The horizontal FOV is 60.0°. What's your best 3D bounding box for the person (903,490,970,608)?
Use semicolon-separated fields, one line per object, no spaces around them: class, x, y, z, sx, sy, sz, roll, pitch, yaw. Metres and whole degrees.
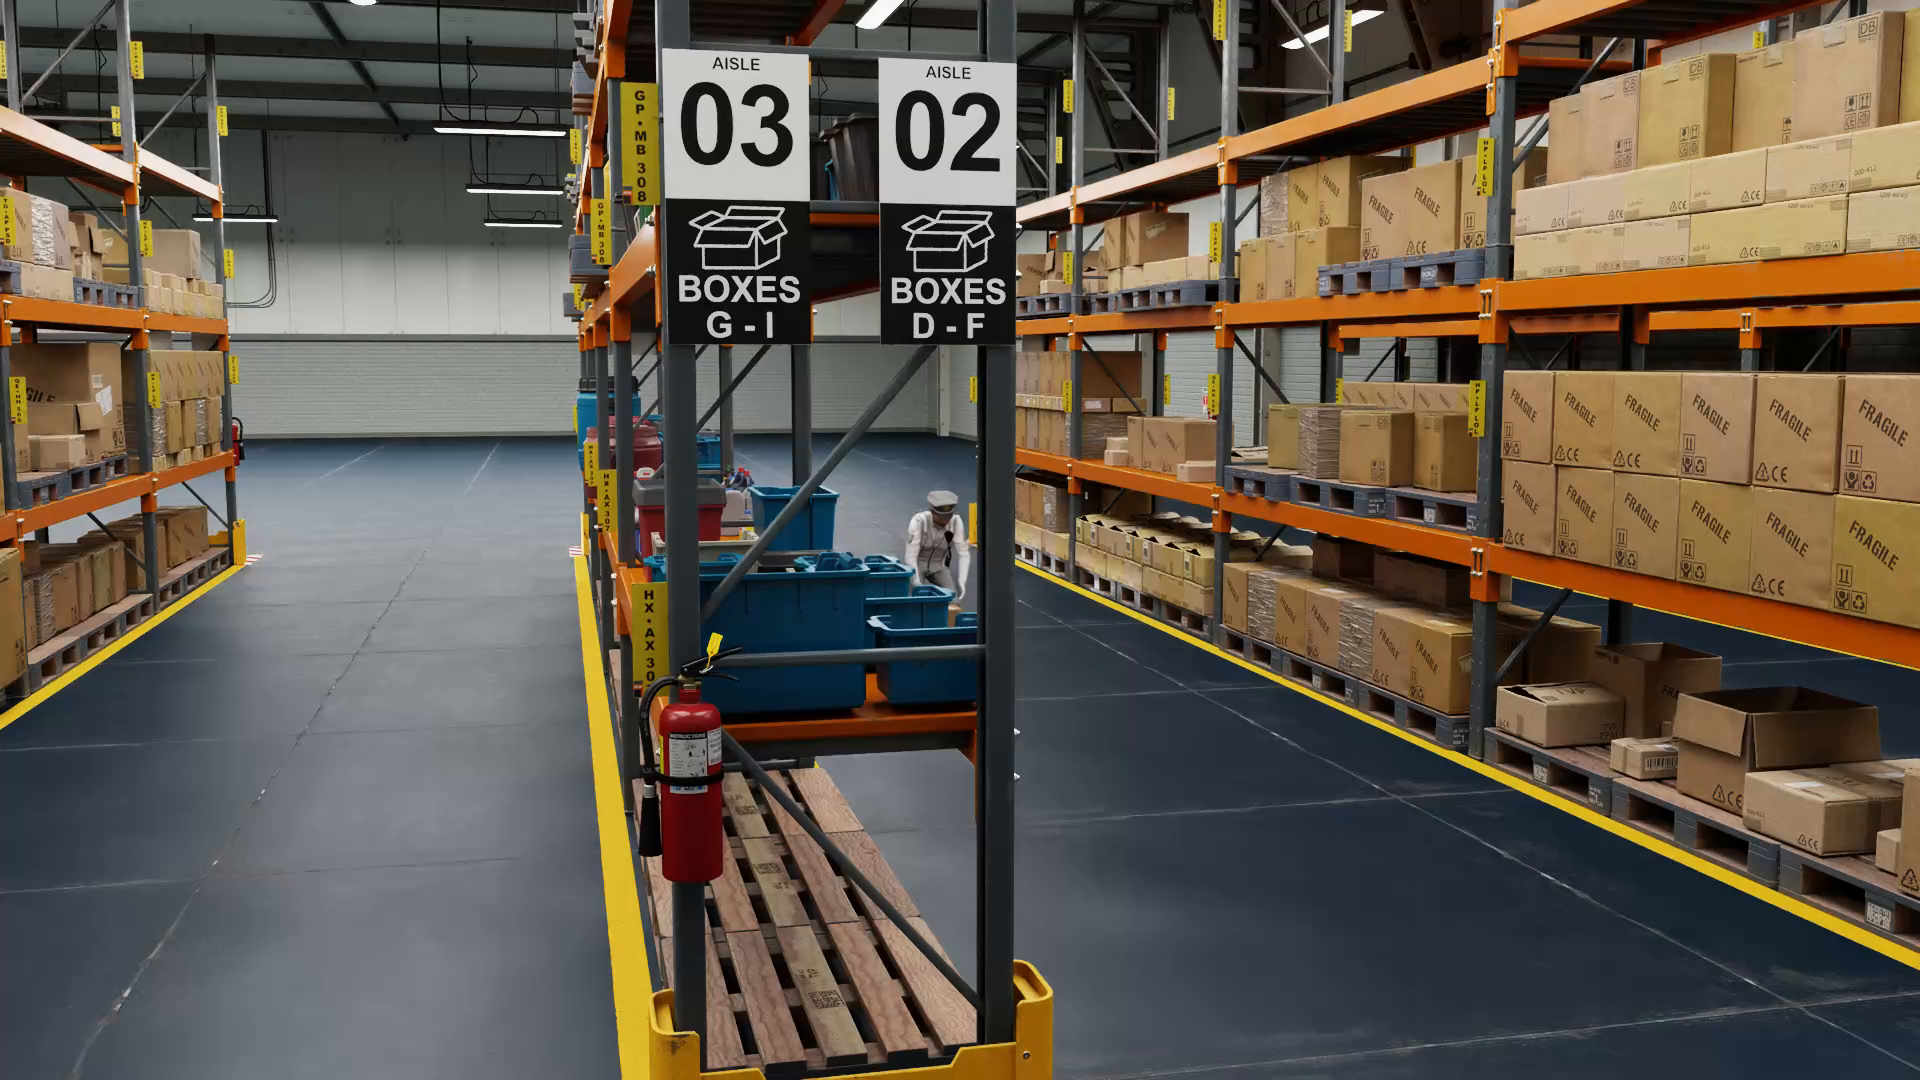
person;-0.195;0.263;13.262;0.535;1.349;0.723;-2;6;-14
